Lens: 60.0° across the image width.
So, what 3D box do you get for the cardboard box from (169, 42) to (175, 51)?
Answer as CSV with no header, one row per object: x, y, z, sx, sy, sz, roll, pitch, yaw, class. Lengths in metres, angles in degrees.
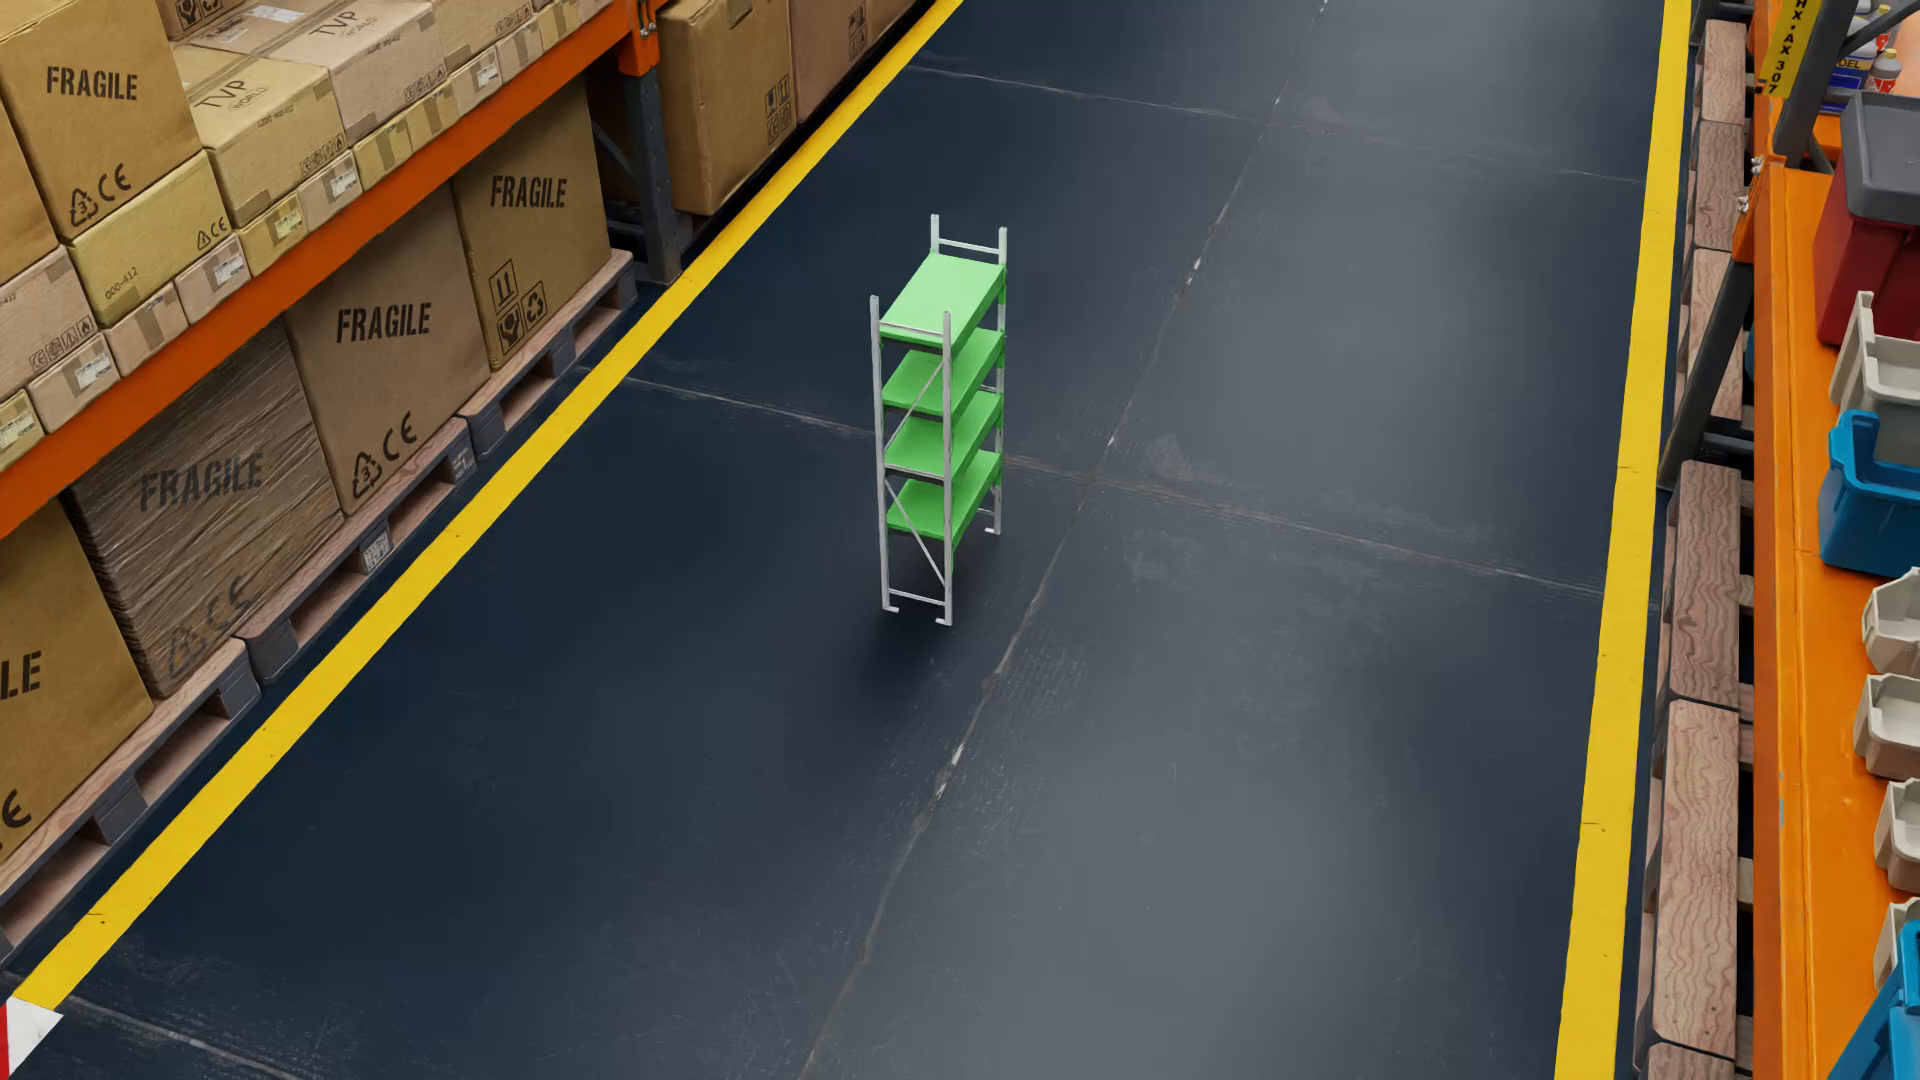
-2.600,-1.255,4.797,0.500,0.250,0.500,13,42,15,cardboard box

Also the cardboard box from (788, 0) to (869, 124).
-1.166,-2.638,7.844,1.225,0.875,0.875,12,42,14,cardboard box

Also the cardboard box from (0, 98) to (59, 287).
-2.450,-0.786,3.668,0.500,0.500,0.500,12,42,14,cardboard box

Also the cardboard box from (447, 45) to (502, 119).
-1.731,-1.521,5.416,0.380,0.149,0.250,14,42,16,cardboard box

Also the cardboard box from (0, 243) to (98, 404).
-2.449,-0.514,3.928,0.500,0.250,0.500,13,42,15,cardboard box

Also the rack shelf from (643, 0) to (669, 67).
-0.987,-3.292,7.852,1.077,0.370,4.000,13,42,15,rack shelf

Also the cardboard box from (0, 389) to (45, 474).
-2.433,-0.267,3.946,0.380,0.149,0.250,12,42,14,cardboard box

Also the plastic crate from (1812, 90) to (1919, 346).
2.443,-0.805,4.287,0.402,0.464,0.583,13,42,15,plastic crate

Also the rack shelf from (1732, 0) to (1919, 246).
3.668,-2.193,6.564,1.077,0.370,4.000,13,42,15,rack shelf

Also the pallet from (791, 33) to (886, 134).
-1.062,-2.519,8.540,1.003,0.211,1.213,13,42,15,pallet

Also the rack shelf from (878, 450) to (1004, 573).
-0.057,-0.124,5.439,0.258,0.148,0.480,13,42,15,rack shelf

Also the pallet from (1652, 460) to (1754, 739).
2.769,0.271,5.270,1.003,0.211,1.213,13,42,15,pallet

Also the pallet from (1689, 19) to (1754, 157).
4.121,-2.136,8.091,1.003,0.211,1.213,13,42,15,pallet

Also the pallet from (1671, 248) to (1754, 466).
3.287,-0.647,6.346,1.003,0.211,1.213,13,42,15,pallet

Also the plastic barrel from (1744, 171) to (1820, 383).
3.186,-0.936,5.830,0.600,0.901,0.708,13,42,15,plastic barrel

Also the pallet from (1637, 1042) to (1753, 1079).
1.934,1.759,3.525,1.003,0.211,1.213,13,42,15,pallet

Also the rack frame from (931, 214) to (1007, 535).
0.027,-0.504,5.417,0.240,1.200,0.015,13,42,15,rack frame

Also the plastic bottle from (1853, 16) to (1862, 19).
2.931,-1.628,5.500,0.097,0.201,0.097,0,40,0,plastic bottle

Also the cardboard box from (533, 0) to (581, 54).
-1.555,-1.835,5.783,0.380,0.149,0.250,14,42,16,cardboard box

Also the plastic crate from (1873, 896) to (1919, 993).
1.725,0.733,2.737,0.396,0.136,0.243,13,42,15,plastic crate

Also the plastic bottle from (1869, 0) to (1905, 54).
3.126,-1.829,5.621,0.144,0.351,0.185,13,42,15,plastic bottle

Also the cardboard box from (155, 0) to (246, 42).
-2.424,-1.835,4.899,0.500,0.500,0.500,12,42,14,cardboard box

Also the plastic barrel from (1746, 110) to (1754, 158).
3.814,-1.938,7.245,0.600,0.588,0.708,13,42,15,plastic barrel

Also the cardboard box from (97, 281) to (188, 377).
-2.257,-0.581,4.314,0.380,0.149,0.250,13,42,14,cardboard box

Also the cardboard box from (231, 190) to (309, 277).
-2.082,-0.893,4.679,0.380,0.149,0.250,12,42,14,cardboard box

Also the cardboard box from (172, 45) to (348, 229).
-2.100,-1.139,4.660,0.500,0.250,0.500,12,42,14,cardboard box

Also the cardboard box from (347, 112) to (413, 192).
-1.906,-1.208,5.048,0.380,0.149,0.250,13,42,14,cardboard box

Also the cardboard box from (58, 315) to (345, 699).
-2.584,-0.221,5.012,0.875,0.875,0.875,13,42,15,cardboard box

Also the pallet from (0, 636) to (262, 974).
-2.839,0.649,4.826,1.003,0.211,1.213,13,42,15,pallet

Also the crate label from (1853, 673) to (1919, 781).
1.910,0.384,3.146,0.396,0.136,0.243,13,42,15,crate label

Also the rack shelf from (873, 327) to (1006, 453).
-0.057,-0.489,5.128,0.258,0.148,0.480,13,42,15,rack shelf

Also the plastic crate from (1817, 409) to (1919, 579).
2.077,-0.076,3.611,0.416,0.233,0.300,13,42,15,plastic crate

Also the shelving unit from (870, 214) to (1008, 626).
-0.057,-0.355,5.242,0.258,1.200,0.503,13,42,15,shelving unit

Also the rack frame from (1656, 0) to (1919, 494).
2.984,-1.247,4.900,1.000,3.000,0.127,13,42,15,rack frame

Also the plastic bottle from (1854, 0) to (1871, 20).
2.940,-1.735,5.568,0.152,0.276,0.135,13,42,15,plastic bottle

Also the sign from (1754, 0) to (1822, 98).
2.467,-1.475,4.955,0.100,0.325,0.005,13,42,15,sign

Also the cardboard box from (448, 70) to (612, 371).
-1.971,-1.313,6.291,0.875,0.875,0.875,13,42,15,cardboard box

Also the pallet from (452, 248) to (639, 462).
-2.004,-0.839,6.571,1.003,0.211,1.213,13,42,15,pallet

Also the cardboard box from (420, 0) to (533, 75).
-1.750,-1.759,5.387,0.500,0.250,0.500,15,43,16,cardboard box
